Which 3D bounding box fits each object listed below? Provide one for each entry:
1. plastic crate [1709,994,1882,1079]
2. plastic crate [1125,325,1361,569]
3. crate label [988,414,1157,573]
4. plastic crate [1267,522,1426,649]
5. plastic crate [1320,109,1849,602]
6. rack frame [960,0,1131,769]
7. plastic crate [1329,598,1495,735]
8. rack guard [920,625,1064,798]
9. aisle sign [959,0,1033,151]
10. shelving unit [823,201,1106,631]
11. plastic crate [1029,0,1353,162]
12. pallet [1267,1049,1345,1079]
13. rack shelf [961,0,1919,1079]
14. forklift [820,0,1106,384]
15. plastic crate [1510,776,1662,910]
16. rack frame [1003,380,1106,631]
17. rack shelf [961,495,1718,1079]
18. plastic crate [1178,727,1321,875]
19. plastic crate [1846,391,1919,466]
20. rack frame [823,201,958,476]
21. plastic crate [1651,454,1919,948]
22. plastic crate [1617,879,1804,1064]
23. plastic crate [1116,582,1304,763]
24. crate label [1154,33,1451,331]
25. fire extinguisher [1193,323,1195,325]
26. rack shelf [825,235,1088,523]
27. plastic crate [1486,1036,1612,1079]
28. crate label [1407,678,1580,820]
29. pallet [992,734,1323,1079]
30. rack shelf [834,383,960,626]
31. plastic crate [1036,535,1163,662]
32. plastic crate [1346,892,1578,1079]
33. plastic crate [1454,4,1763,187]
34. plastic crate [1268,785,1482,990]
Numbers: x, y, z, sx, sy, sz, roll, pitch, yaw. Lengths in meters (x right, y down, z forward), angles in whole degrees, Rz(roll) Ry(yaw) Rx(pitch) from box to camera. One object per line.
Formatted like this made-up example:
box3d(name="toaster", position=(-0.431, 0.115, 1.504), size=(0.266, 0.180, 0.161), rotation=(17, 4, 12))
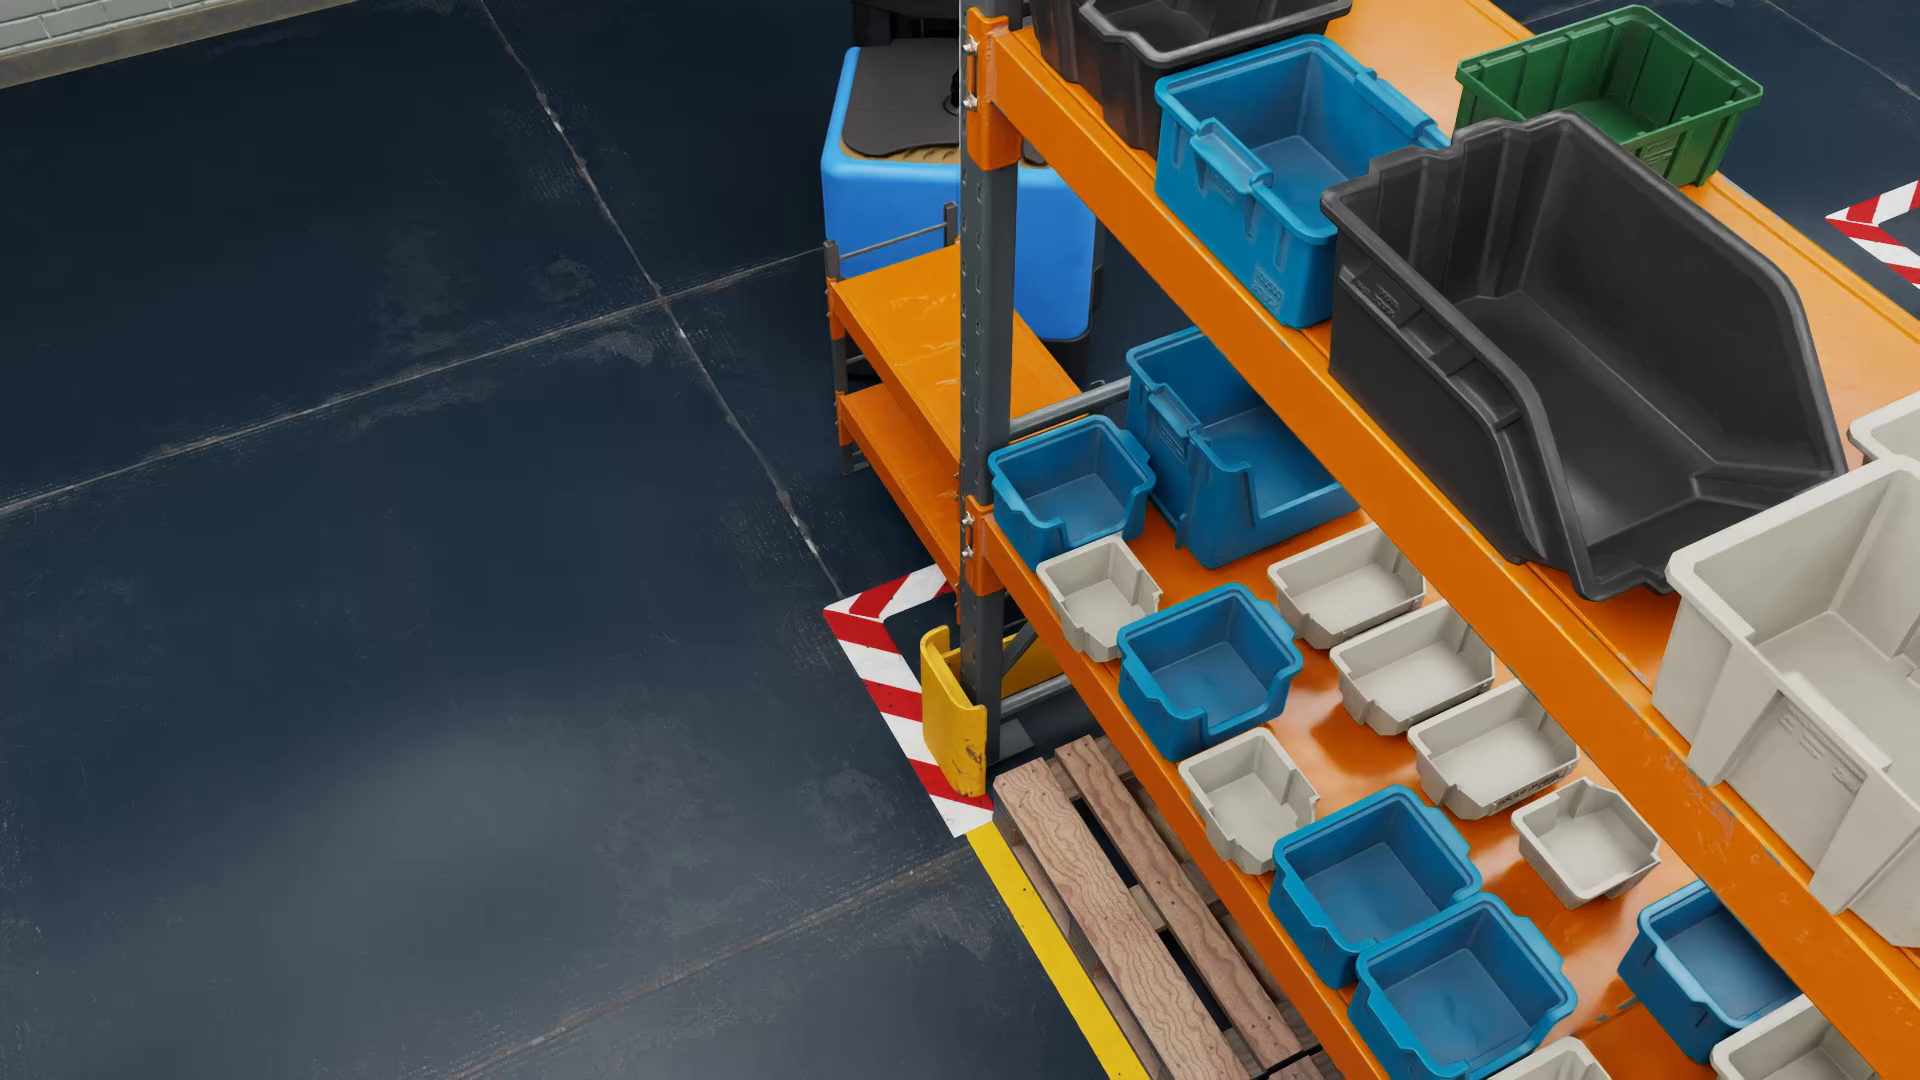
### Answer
box3d(name="plastic crate", position=(1.767, 1.190, 3.256), size=(0.437, 0.282, 0.530), rotation=(-21, 52, -18))
box3d(name="plastic crate", position=(0.791, -0.293, 4.450), size=(0.616, 0.435, 0.499), rotation=(-21, 52, -18))
box3d(name="crate label", position=(0.292, -0.107, 4.422), size=(0.416, 0.233, 0.303), rotation=(-21, 52, -18))
box3d(name="plastic crate", position=(1.006, 0.129, 4.280), size=(0.396, 0.136, 0.243), rotation=(-21, 52, -18))
box3d(name="plastic crate", position=(0.926, -0.271, 2.543), size=(0.504, 0.338, 0.767), rotation=(-21, 52, -18))
box3d(name="rack frame", position=(0.472, -0.421, 4.626), size=(1.000, 3.000, 0.127), rotation=(-21, 52, -18))
box3d(name="plastic crate", position=(1.125, 0.328, 4.106), size=(0.396, 0.136, 0.243), rotation=(-21, 52, -18))
box3d(name="rack guard", position=(0.449, 0.390, 5.577), size=(1.175, 0.500, 0.348), rotation=(-21, 52, -18))
box3d(name="aisle sign", position=(0.174, -1.223, 3.600), size=(0.394, 0.787, 0.004), rotation=(-21, 52, -18))
box3d(name="shelving unit", position=(-0.003, -0.375, 5.831), size=(0.538, 1.125, 1.048), rotation=(-21, 52, -18))
box3d(name="plastic crate", position=(0.400, -1.012, 3.236), size=(0.497, 0.269, 0.590), rotation=(-21, 52, -18))
box3d(name="pallet", position=(1.369, 1.877, 4.468), size=(1.003, 0.211, 1.213), rotation=(-21, 52, -18))
box3d(name="rack shelf", position=(1.387, 0.167, 2.597), size=(1.077, 0.370, 4.000), rotation=(-21, 52, -18))
box3d(name="forklift", position=(0.117, -2.698, 6.663), size=(1.130, 2.935, 3.031), rotation=(4, 49, 3))
box3d(name="plastic crate", position=(1.427, 0.698, 3.782), size=(0.298, 0.136, 0.250), rotation=(-21, 52, -18))
box3d(name="rack frame", position=(0.230, -0.035, 5.533), size=(0.500, 1.125, 0.032), rotation=(-21, 52, -18))
box3d(name="rack shelf", position=(1.387, 1.154, 3.726), size=(1.077, 0.370, 4.000), rotation=(-21, 52, -18))
box3d(name="plastic crate", position=(0.675, 0.622, 3.849), size=(0.250, 0.136, 0.298), rotation=(-21, 52, -18))
box3d(name="plastic crate", position=(1.638, -0.025, 2.461), size=(0.437, 0.136, 0.530), rotation=(-21, 52, -18))
box3d(name="rack frame", position=(-0.236, -0.715, 6.128), size=(0.500, 1.125, 0.032), rotation=(-21, 52, -18))
box3d(name="plastic crate", position=(1.211, 0.220, 2.151), size=(0.437, 0.282, 0.530), rotation=(-21, 52, -18))
box3d(name="plastic crate", position=(1.639, 0.900, 3.541), size=(0.416, 0.233, 0.300), rotation=(-21, 52, -18))
box3d(name="plastic crate", position=(0.593, 0.333, 4.037), size=(0.416, 0.233, 0.300), rotation=(-21, 52, -18))
box3d(name="crate label", position=(0.606, -0.631, 2.915), size=(0.408, 0.251, 0.502), rotation=(-21, 52, -18))
box3d(name="fire extinguisher", position=(0.807, -0.531, 5.020), size=(0.296, 0.674, 0.183), rotation=(-21, 52, -18))
box3d(name="rack shelf", position=(-0.003, -0.568, 5.610), size=(0.538, 0.278, 1.000), rotation=(-21, 52, -18))
box3d(name="plastic crate", position=(1.238, 1.261, 3.290), size=(0.293, 0.136, 0.466), rotation=(-21, 52, -18))
box3d(name="crate label", position=(1.275, 0.506, 3.950), size=(0.396, 0.136, 0.243), rotation=(-21, 52, -18))
box3d(name="pallet", position=(0.814, 1.062, 5.181), size=(1.003, 0.211, 1.213), rotation=(-21, 52, -18))
box3d(name="rack shelf", position=(-0.003, -0.214, 6.015), size=(0.538, 0.278, 1.000), rotation=(-21, 52, -18))
box3d(name="plastic crate", position=(0.365, 0.168, 4.246), size=(0.250, 0.136, 0.298), rotation=(-21, 52, -18))
box3d(name="plastic crate", position=(1.032, 0.975, 3.476), size=(0.416, 0.233, 0.300), rotation=(-21, 52, -18))
box3d(name="plastic crate", position=(1.177, -0.777, 3.085), size=(0.450, 0.188, 0.336), rotation=(-21, 52, -18))
box3d(name="plastic crate", position=(0.894, 0.774, 3.652), size=(0.416, 0.233, 0.300), rotation=(-21, 52, -18))
